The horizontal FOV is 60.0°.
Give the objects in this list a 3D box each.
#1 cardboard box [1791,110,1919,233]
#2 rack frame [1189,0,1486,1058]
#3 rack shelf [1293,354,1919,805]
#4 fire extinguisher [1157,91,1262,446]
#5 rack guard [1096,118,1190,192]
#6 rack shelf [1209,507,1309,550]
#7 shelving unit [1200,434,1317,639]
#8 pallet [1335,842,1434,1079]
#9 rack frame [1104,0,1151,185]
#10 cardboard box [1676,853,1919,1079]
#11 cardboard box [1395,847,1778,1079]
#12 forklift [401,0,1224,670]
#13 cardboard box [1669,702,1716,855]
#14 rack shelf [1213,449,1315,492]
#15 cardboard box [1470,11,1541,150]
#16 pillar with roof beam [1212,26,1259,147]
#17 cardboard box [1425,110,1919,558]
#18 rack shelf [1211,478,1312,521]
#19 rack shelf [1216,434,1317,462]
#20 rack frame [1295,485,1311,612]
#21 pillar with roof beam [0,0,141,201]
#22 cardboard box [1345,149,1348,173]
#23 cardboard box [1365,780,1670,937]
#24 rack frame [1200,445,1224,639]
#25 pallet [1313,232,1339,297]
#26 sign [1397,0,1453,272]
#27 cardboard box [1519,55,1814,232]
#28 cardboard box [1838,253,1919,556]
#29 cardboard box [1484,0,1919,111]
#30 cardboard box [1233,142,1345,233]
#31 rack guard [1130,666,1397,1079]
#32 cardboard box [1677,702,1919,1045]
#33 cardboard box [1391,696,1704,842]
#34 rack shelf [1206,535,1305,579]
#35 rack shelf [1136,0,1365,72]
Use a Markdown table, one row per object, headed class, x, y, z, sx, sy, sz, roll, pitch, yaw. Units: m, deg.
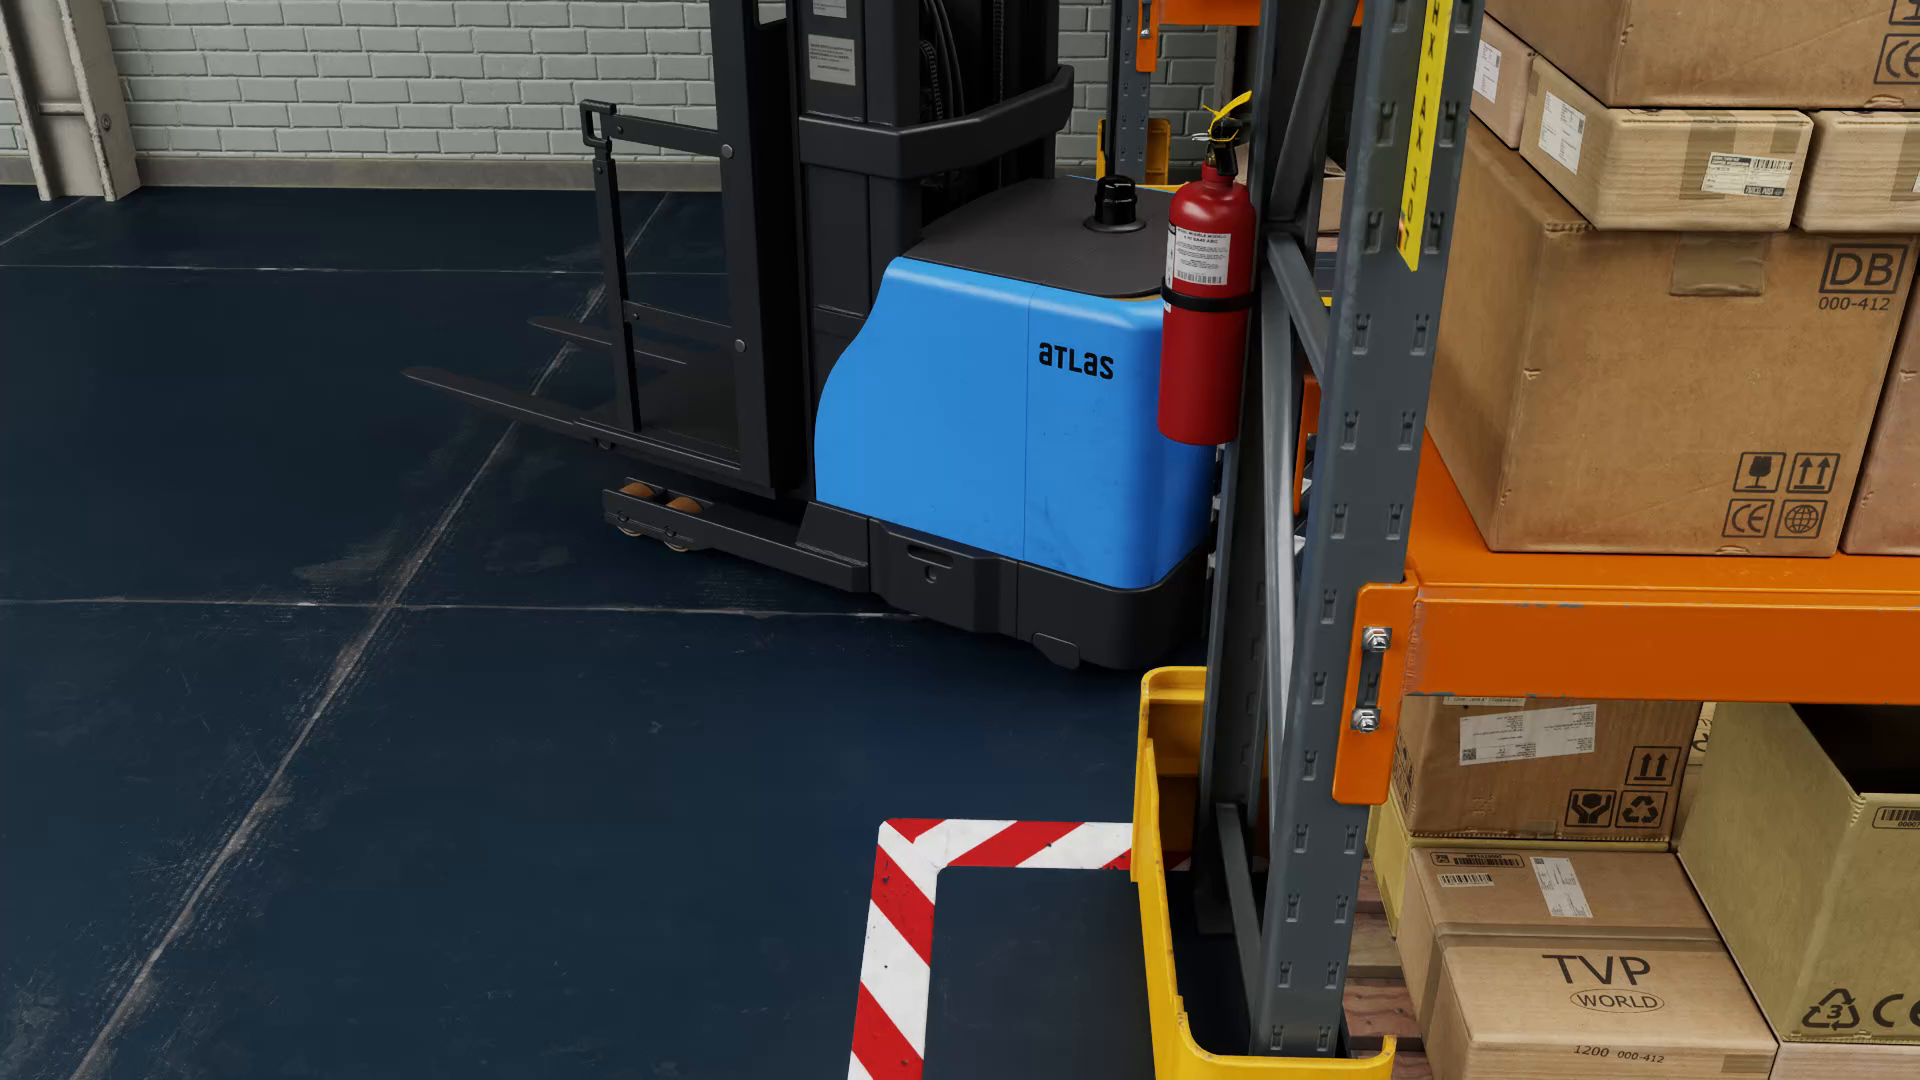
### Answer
| class | x | y | z | sx | sy | sz | roll | pitch | yaw |
| --- | --- | --- | --- | --- | --- | --- | --- | --- | --- |
| cardboard box | 1.220 | -0.549 | 2.285 | 0.250 | 0.149 | 0.380 | 0 | 28 | 0 |
| rack frame | 0.571 | -0.329 | 2.668 | 0.127 | 3.000 | 1.000 | 1 | 28 | 2 |
| rack shelf | 2.570 | 0.022 | 2.774 | 4.000 | 0.370 | 1.077 | 1 | 28 | 2 |
| fire extinguisher | 0.469 | -0.514 | 3.100 | 0.183 | 0.674 | 0.296 | 1 | 28 | 2 |
| rack guard | 0.818 | -1.542 | 7.625 | 0.348 | 0.500 | 1.175 | 1 | 28 | 2 |
| rack shelf | 0.835 | -0.030 | 4.609 | 0.200 | 0.077 | 0.258 | 16 | 32 | 28 |
| shelving unit | 0.835 | -0.139 | 4.551 | 0.210 | 0.900 | 0.258 | 16 | 32 | 28 |
| pallet | 1.337 | 0.896 | 3.334 | 1.213 | 0.211 | 1.003 | 1 | 28 | 2 |
| rack frame | 0.742 | -2.648 | 7.042 | 0.127 | 3.000 | 1.000 | 1 | 28 | 2 |
| cardboard box | 1.599 | 0.820 | 2.988 | 0.500 | 0.250 | 0.500 | 1 | 28 | 2 |
| cardboard box | 1.099 | 0.813 | 3.001 | 0.500 | 0.250 | 0.500 | 1 | 28 | 2 |
| forklift | -0.527 | -1.450 | 4.856 | 3.031 | 2.935 | 1.130 | 16 | 32 | 28 |
| cardboard box | 1.618 | 0.573 | 3.453 | 0.500 | 0.250 | 0.500 | 1 | 28 | 2 |
| rack shelf | 0.835 | -0.189 | 4.525 | 0.200 | 0.077 | 0.258 | 16 | 32 | 28 |
| cardboard box | 0.960 | -0.743 | 2.649 | 0.250 | 0.149 | 0.380 | 0 | 28 | 1 |
| pillar with roof beam | 1.320 | -3.677 | 2.578 | 0.400 | 9.000 | 9.100 | 1 | 28 | 2 |
| cardboard box | 1.037 | -0.360 | 2.619 | 0.500 | 0.500 | 0.700 | 1 | 28 | 2 |
| rack shelf | 0.835 | -0.110 | 4.567 | 0.200 | 0.077 | 0.258 | 16 | 32 | 28 |
| rack shelf | 0.835 | -0.269 | 4.483 | 0.200 | 0.077 | 0.258 | 16 | 32 | 28 |
| rack frame | 0.921 | -0.114 | 4.504 | 0.006 | 0.900 | 0.240 | 16 | 32 | 28 |
| pillar with roof beam | -4.676 | -3.776 | 2.765 | 0.400 | 9.000 | 9.100 | 1 | 28 | 2 |
| cardboard box | 2.000 | -1.591 | 7.450 | 0.500 | 0.311 | 0.500 | 3 | 28 | 6 |
| cardboard box | 1.118 | 0.571 | 3.458 | 0.500 | 0.250 | 0.500 | 1 | 28 | 2 |
| rack frame | 0.749 | -0.164 | 4.599 | 0.006 | 0.900 | 0.240 | 16 | 32 | 28 |
| pallet | 1.629 | -1.385 | 7.637 | 1.213 | 0.211 | 1.003 | 1 | 28 | 2 |
| sign | 0.546 | -0.487 | 1.957 | 0.005 | 0.325 | 0.100 | 1 | 28 | 2 |
| cardboard box | 0.956 | -0.553 | 2.290 | 0.250 | 0.149 | 0.380 | 1 | 28 | 1 |
| cardboard box | 1.562 | -0.353 | 2.607 | 0.500 | 0.500 | 0.700 | 2 | 28 | 3 |
| cardboard box | 1.090 | -0.932 | 2.313 | 0.500 | 0.500 | 0.700 | 1 | 28 | 2 |
| cardboard box | 1.431 | -1.601 | 7.468 | 0.500 | 0.311 | 0.500 | -2 | 28 | -4 |
| rack guard | 0.547 | 0.775 | 3.254 | 0.348 | 0.500 | 1.175 | 1 | 28 | 2 |
| cardboard box | 1.599 | 0.489 | 2.811 | 0.500 | 0.500 | 0.500 | 1 | 28 | 2 |
| cardboard box | 1.118 | 0.238 | 3.284 | 0.500 | 0.500 | 0.500 | 1 | 28 | 2 |
| rack shelf | 0.835 | 0.049 | 4.651 | 0.200 | 0.077 | 0.258 | 16 | 32 | 28 |
| rack shelf | 2.741 | -2.297 | 7.148 | 4.000 | 0.370 | 1.077 | 1 | 28 | 2 |
